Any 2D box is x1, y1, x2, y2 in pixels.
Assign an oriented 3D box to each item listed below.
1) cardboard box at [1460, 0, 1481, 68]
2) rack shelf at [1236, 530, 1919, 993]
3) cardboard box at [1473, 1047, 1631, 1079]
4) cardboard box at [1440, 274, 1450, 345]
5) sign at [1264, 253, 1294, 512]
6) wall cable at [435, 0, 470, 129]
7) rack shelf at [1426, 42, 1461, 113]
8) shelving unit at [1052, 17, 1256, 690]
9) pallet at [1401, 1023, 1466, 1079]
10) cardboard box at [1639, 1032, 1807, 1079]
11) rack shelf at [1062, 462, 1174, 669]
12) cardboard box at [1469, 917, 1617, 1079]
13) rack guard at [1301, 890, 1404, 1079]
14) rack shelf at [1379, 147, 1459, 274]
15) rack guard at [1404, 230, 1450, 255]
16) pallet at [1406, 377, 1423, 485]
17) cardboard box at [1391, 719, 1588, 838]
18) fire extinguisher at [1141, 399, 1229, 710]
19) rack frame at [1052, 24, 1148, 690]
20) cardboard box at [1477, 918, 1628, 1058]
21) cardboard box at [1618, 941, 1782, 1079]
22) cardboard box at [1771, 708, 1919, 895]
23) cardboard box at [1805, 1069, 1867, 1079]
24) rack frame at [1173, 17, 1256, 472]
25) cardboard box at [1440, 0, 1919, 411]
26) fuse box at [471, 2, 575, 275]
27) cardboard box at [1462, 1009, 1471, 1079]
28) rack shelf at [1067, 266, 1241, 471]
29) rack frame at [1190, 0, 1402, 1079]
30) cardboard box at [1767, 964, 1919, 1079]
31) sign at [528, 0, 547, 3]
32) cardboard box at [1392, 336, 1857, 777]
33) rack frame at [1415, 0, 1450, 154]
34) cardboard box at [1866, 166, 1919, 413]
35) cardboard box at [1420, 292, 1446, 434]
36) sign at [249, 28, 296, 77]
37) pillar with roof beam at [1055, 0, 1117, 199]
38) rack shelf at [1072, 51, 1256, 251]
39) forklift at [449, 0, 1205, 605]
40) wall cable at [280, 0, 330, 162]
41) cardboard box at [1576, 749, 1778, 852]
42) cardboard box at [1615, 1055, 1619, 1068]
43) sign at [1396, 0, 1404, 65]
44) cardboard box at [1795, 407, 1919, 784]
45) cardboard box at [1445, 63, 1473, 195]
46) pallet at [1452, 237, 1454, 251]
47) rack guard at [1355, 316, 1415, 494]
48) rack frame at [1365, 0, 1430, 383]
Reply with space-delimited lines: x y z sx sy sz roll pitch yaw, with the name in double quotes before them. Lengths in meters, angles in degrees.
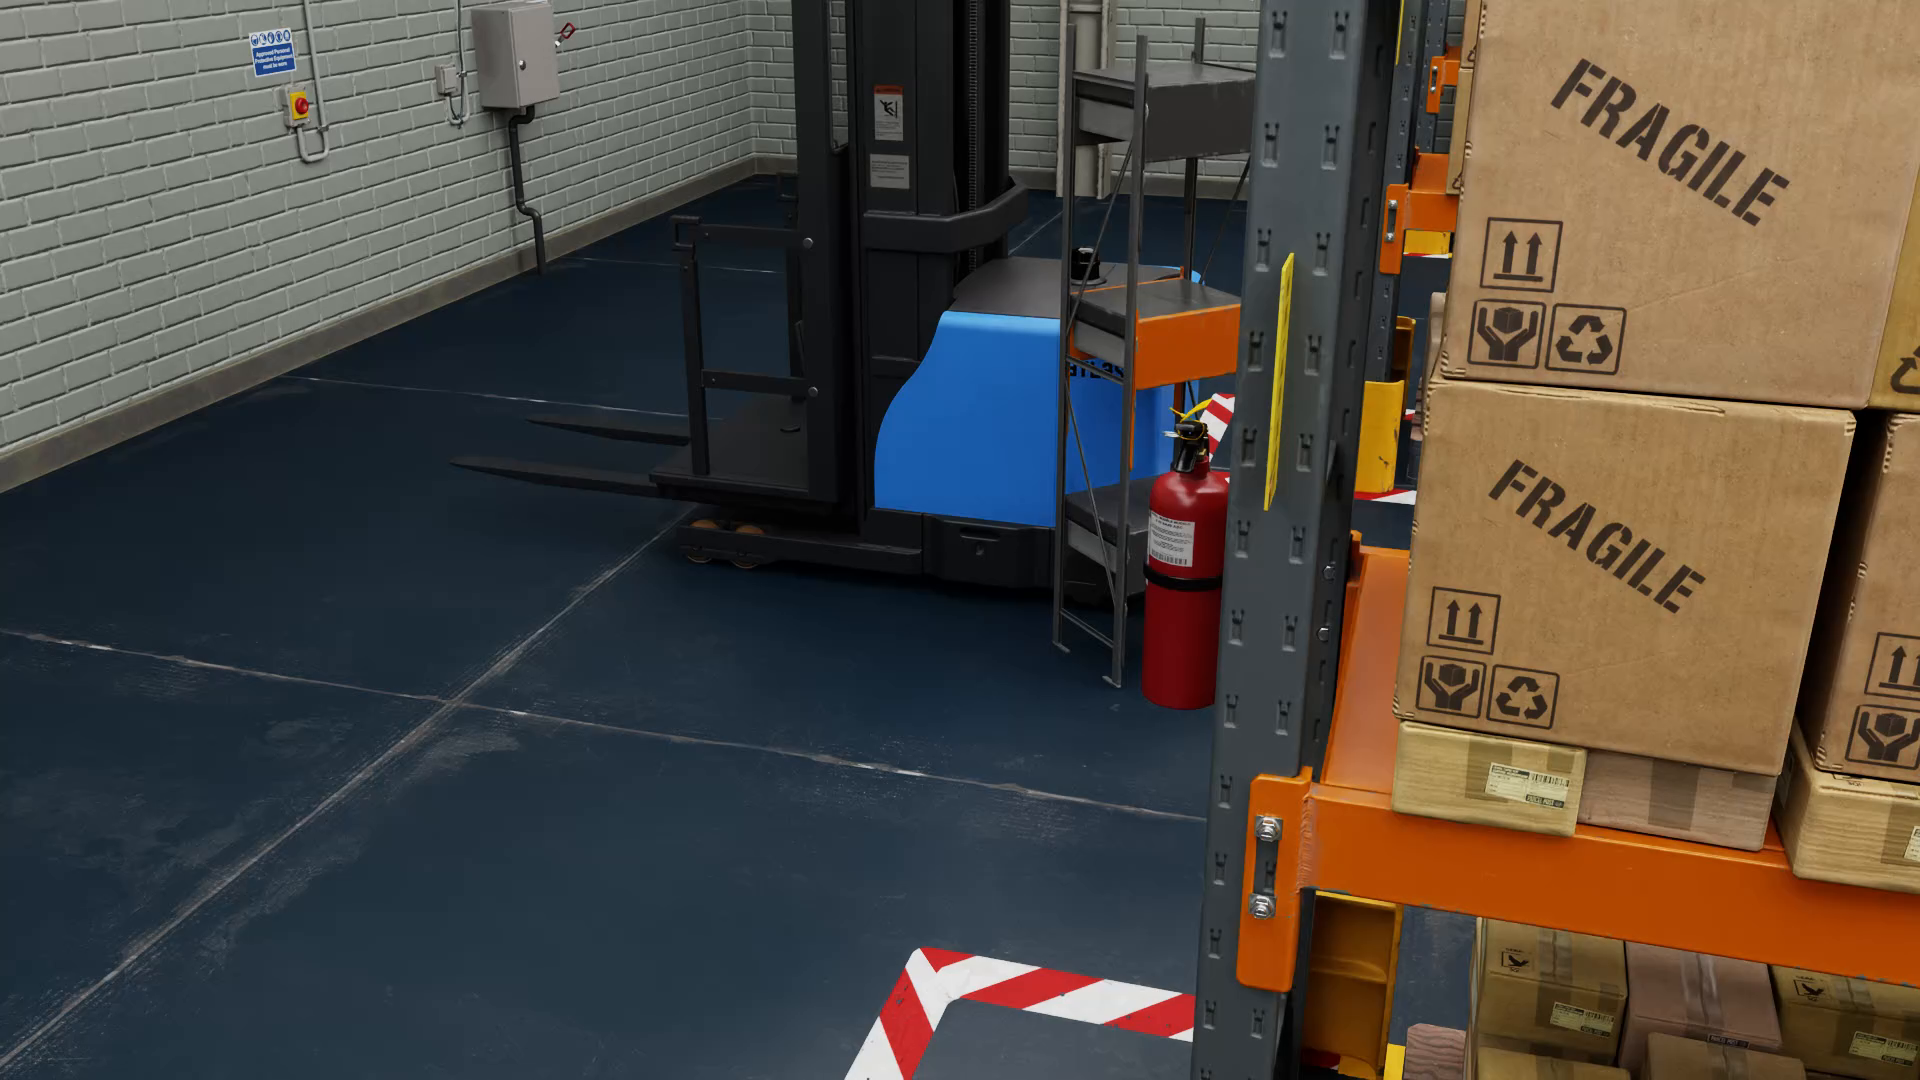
"cardboard box" 2.285 -2.164 6.644 0.500 0.500 0.500 6 23 14
"rack shelf" 2.489 0.550 2.424 4.000 0.370 1.077 7 23 16
"cardboard box" 0.978 1.028 2.730 0.250 0.149 0.380 5 23 13
"cardboard box" 1.079 -0.230 2.855 0.500 0.500 0.500 7 23 17
"sign" 0.418 -0.205 2.177 0.005 0.325 0.100 7 23 16
"wall cable" -3.099 -3.408 9.786 0.122 1.984 0.588 7 23 16
"rack shelf" 5.253 -3.063 11.233 4.000 0.370 1.077 7 23 16
"shelving unit" 0.644 -0.584 5.427 0.503 2.100 0.431 -12 25 -27
"pallet" 1.415 1.398 3.083 1.213 0.211 1.003 7 23 16
"cardboard box" 1.277 1.015 2.763 0.250 0.149 0.380 7 23 16
"rack shelf" 0.644 0.076 5.698 0.480 0.518 0.431 -12 25 -27
"cardboard box" 1.162 0.939 3.339 0.250 0.149 0.380 6 23 14
"rack guard" 0.647 1.163 3.276 0.348 0.500 1.175 7 23 16
"rack shelf" 3.822 -1.259 6.836 4.000 0.370 1.077 7 23 16
"rack guard" 3.411 -2.451 12.085 0.348 0.500 1.175 7 23 16
"pallet" 2.696 -0.462 7.619 1.213 0.211 1.003 7 23 16
"cardboard box" 0.790 0.269 2.493 0.250 0.149 0.380 6 23 15
"fire extinguisher" 0.467 0.011 3.384 0.183 0.674 0.296 7 23 16
"rack frame" 0.432 -0.538 5.315 0.015 2.100 0.400 -12 25 -27
"cardboard box" 1.155 0.813 3.254 0.250 0.149 0.380 7 23 16
"cardboard box" 1.378 0.862 3.136 0.250 0.149 0.380 7 23 17
"cardboard box" 1.288 0.331 2.342 0.250 0.149 0.380 6 23 14
"cardboard box" 1.660 0.996 3.201 0.250 0.149 0.380 6 23 13
"rack frame" 0.856 -0.630 5.539 0.015 2.100 0.400 -12 25 -27
"cardboard box" 0.928 -0.503 2.202 0.500 0.500 0.500 6 23 15
"fuse box" -2.751 -2.572 10.786 0.414 1.711 0.539 7 23 16
"cardboard box" 1.139 1.105 3.328 0.250 0.149 0.380 7 23 16
"rack shelf" 0.644 -0.571 5.432 0.480 0.518 0.431 -12 25 -27
"rack frame" 0.574 -0.002 2.822 0.127 3.000 1.000 7 23 16
"cardboard box" 1.663 0.844 3.179 0.250 0.149 0.380 6 23 14
"sign" -2.807 -3.327 11.052 0.001 0.494 0.329 7 23 16
"cardboard box" 0.924 -0.036 2.382 0.500 0.500 0.500 8 24 18
"rack frame" 3.338 -3.615 11.631 0.127 3.000 1.000 7 23 16
"cardboard box" 1.413 -0.450 2.073 0.500 0.500 0.500 7 23 17
"cardboard box" 2.568 -0.784 7.552 0.875 0.438 0.875 6 23 14
"sign" -3.570 -2.535 8.642 0.001 0.218 0.327 7 23 16
"pillar with roof beam" -0.227 -5.450 8.198 0.400 9.000 9.100 7 23 16
"rack shelf" 0.644 -1.219 5.166 0.480 0.518 0.431 -12 25 -27
"forklift" -0.602 -1.427 6.386 3.031 2.935 1.130 7 23 16
"wall cable" -3.498 -2.906 8.521 0.123 1.953 0.585 7 23 16
"cardboard box" 1.046 0.282 2.462 0.250 0.149 0.380 7 23 17
"cardboard box" 1.397 0.988 3.221 0.250 0.149 0.380 6 23 14
"sign" 1.742 -2.048 6.564 0.005 0.325 0.100 7 23 16
"cardboard box" 1.444 0.013 2.262 0.500 0.500 0.500 7 23 16
"cardboard box" 2.284 -1.701 6.832 0.500 0.500 0.500 6 23 15
"pallet" 4.174 -2.230 11.928 1.213 0.211 1.003 7 23 16
"rack guard" 1.885 -0.658 7.714 0.348 0.500 1.175 7 23 16
"rack frame" 1.908 -1.811 7.234 0.127 3.000 1.000 7 23 16
